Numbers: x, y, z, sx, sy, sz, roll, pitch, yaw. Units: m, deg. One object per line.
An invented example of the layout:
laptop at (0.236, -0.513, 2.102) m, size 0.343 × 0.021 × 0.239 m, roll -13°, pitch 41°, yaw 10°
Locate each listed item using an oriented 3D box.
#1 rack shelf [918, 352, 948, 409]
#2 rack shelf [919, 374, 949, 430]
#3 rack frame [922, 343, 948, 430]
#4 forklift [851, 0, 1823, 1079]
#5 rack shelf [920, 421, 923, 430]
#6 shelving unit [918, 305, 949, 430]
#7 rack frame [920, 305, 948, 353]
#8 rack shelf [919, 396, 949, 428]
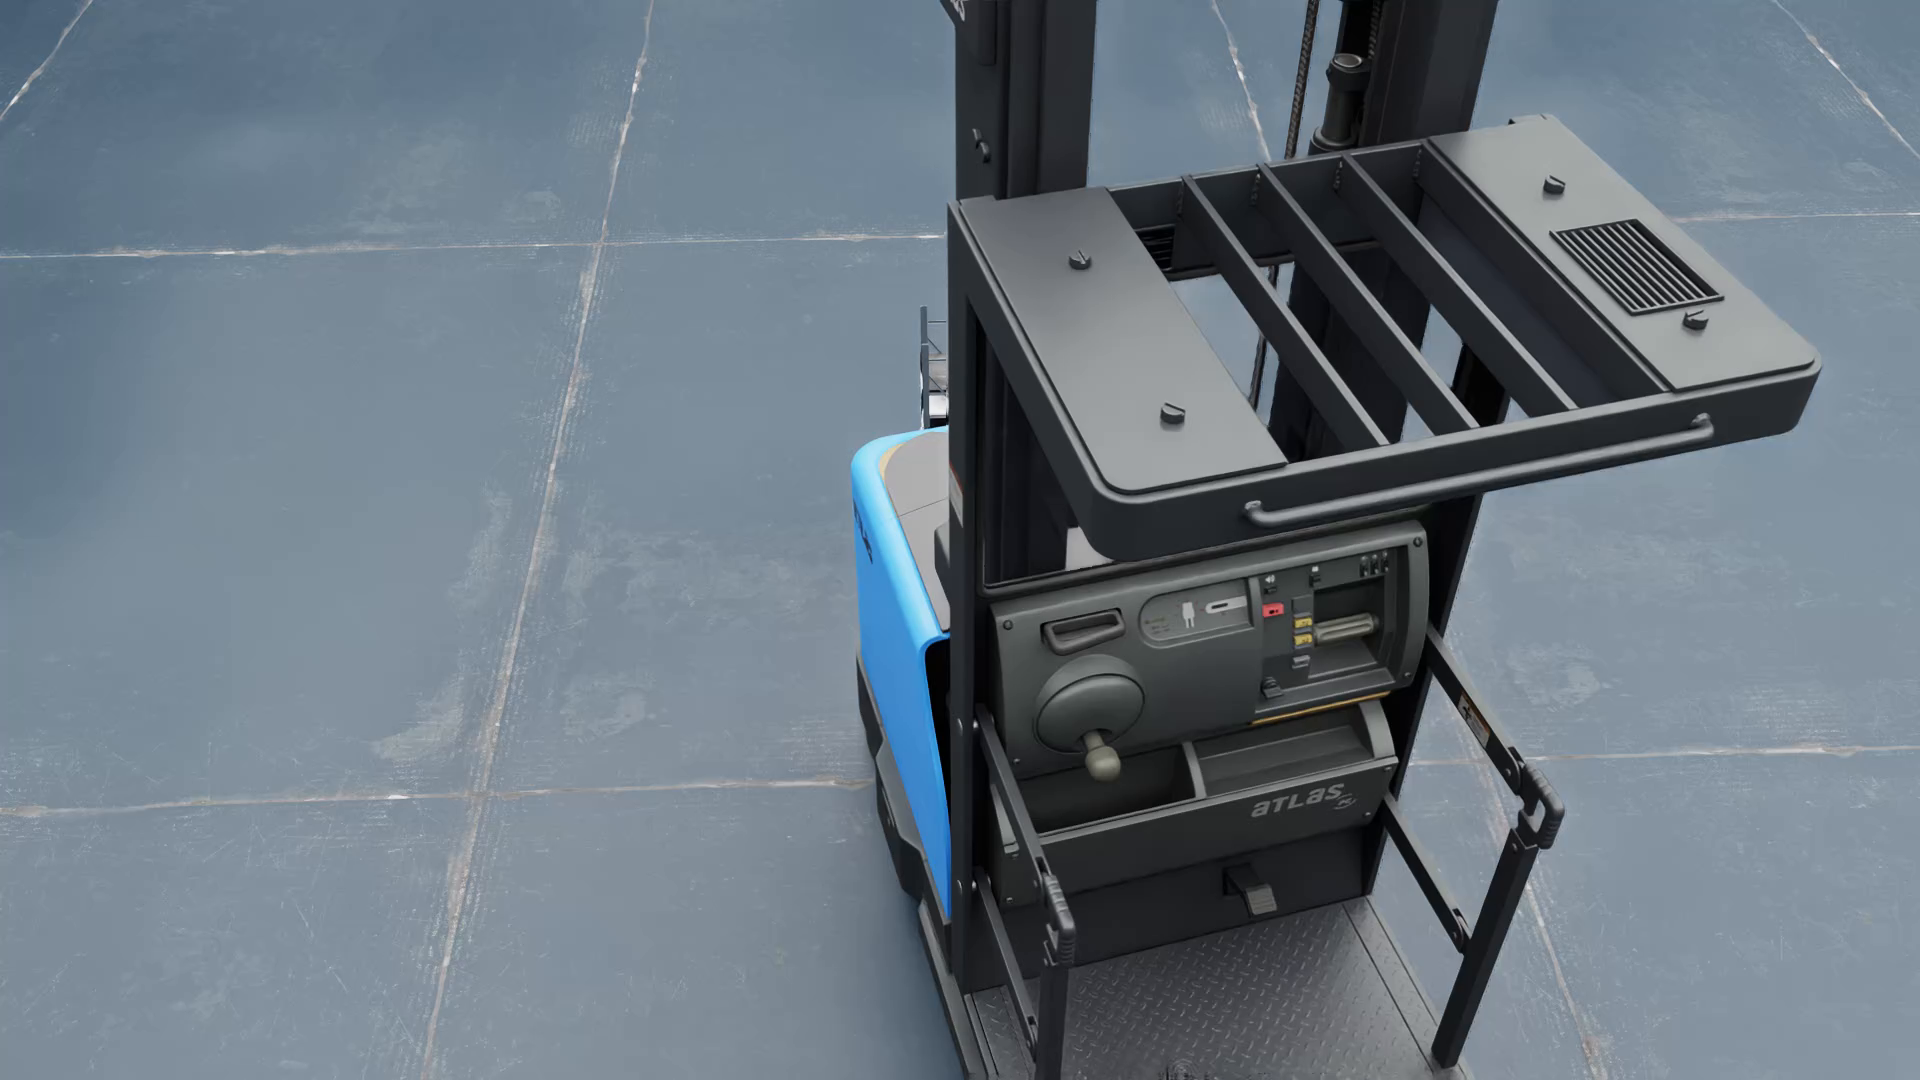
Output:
rack shelf at (0.000, -0.512, 5.292) m, size 0.258 × 0.077 × 0.200 m, roll -2°, pitch 43°, yaw -2°
rack shelf at (0.000, -0.445, 5.353) m, size 0.258 × 0.077 × 0.200 m, roll -2°, pitch 43°, yaw -2°
rack frame at (0.004, -0.269, 5.377) m, size 0.240 × 0.900 × 0.006 m, roll -2°, pitch 43°, yaw -2°
forklift at (0.584, 0.316, 3.236) m, size 1.130 × 2.935 × 3.031 m, roll -11°, pitch 44°, yaw -12°
rack shelf at (0.000, -0.313, 5.474) m, size 0.258 × 0.077 × 0.200 m, roll -2°, pitch 43°, yaw -2°
shelving unit at (0.000, -0.337, 5.452) m, size 0.258 × 0.900 × 0.210 m, roll -2°, pitch 43°, yaw -2°
rack frame at (-0.005, -0.406, 5.527) m, size 0.240 × 0.900 × 0.006 m, roll -2°, pitch 43°, yaw -2°
rack shelf at (0.000, -0.379, 5.414) m, size 0.258 × 0.077 × 0.200 m, roll -2°, pitch 43°, yaw -2°
